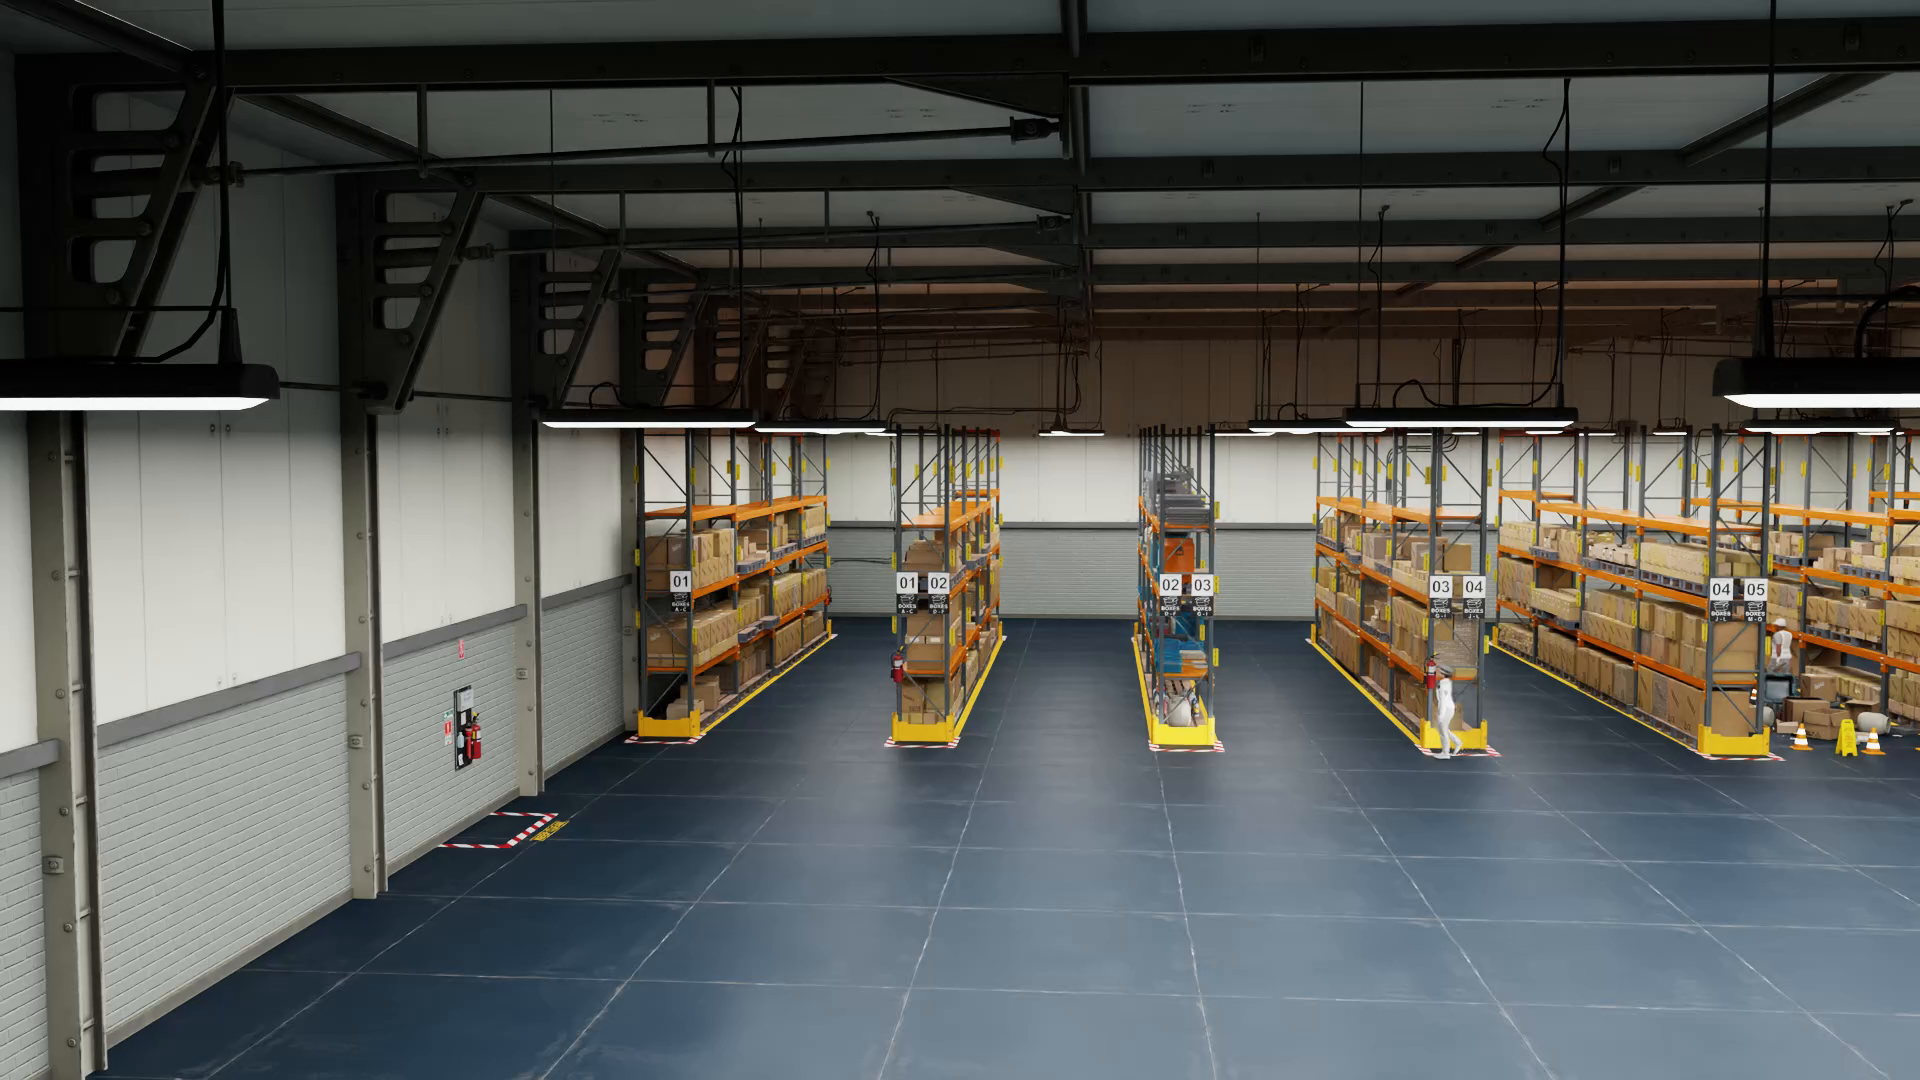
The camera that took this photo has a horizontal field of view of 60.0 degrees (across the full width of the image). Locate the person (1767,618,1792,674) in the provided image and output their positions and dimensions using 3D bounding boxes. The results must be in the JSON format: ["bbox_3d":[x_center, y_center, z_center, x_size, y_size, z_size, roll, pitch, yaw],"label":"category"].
[{"bbox_3d":[18.030,2.634,36.440,0.530,1.817,0.556,-1,4,-8],"label":"person"}]

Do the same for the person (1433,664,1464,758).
[{"bbox_3d":[8.749,3.058,29.738,0.531,1.678,0.483,1,4,13],"label":"person"}]

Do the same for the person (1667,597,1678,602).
[{"bbox_3d":[20.219,1.987,46.973,1.020,1.756,0.553,0,3,0],"label":"person"}]
